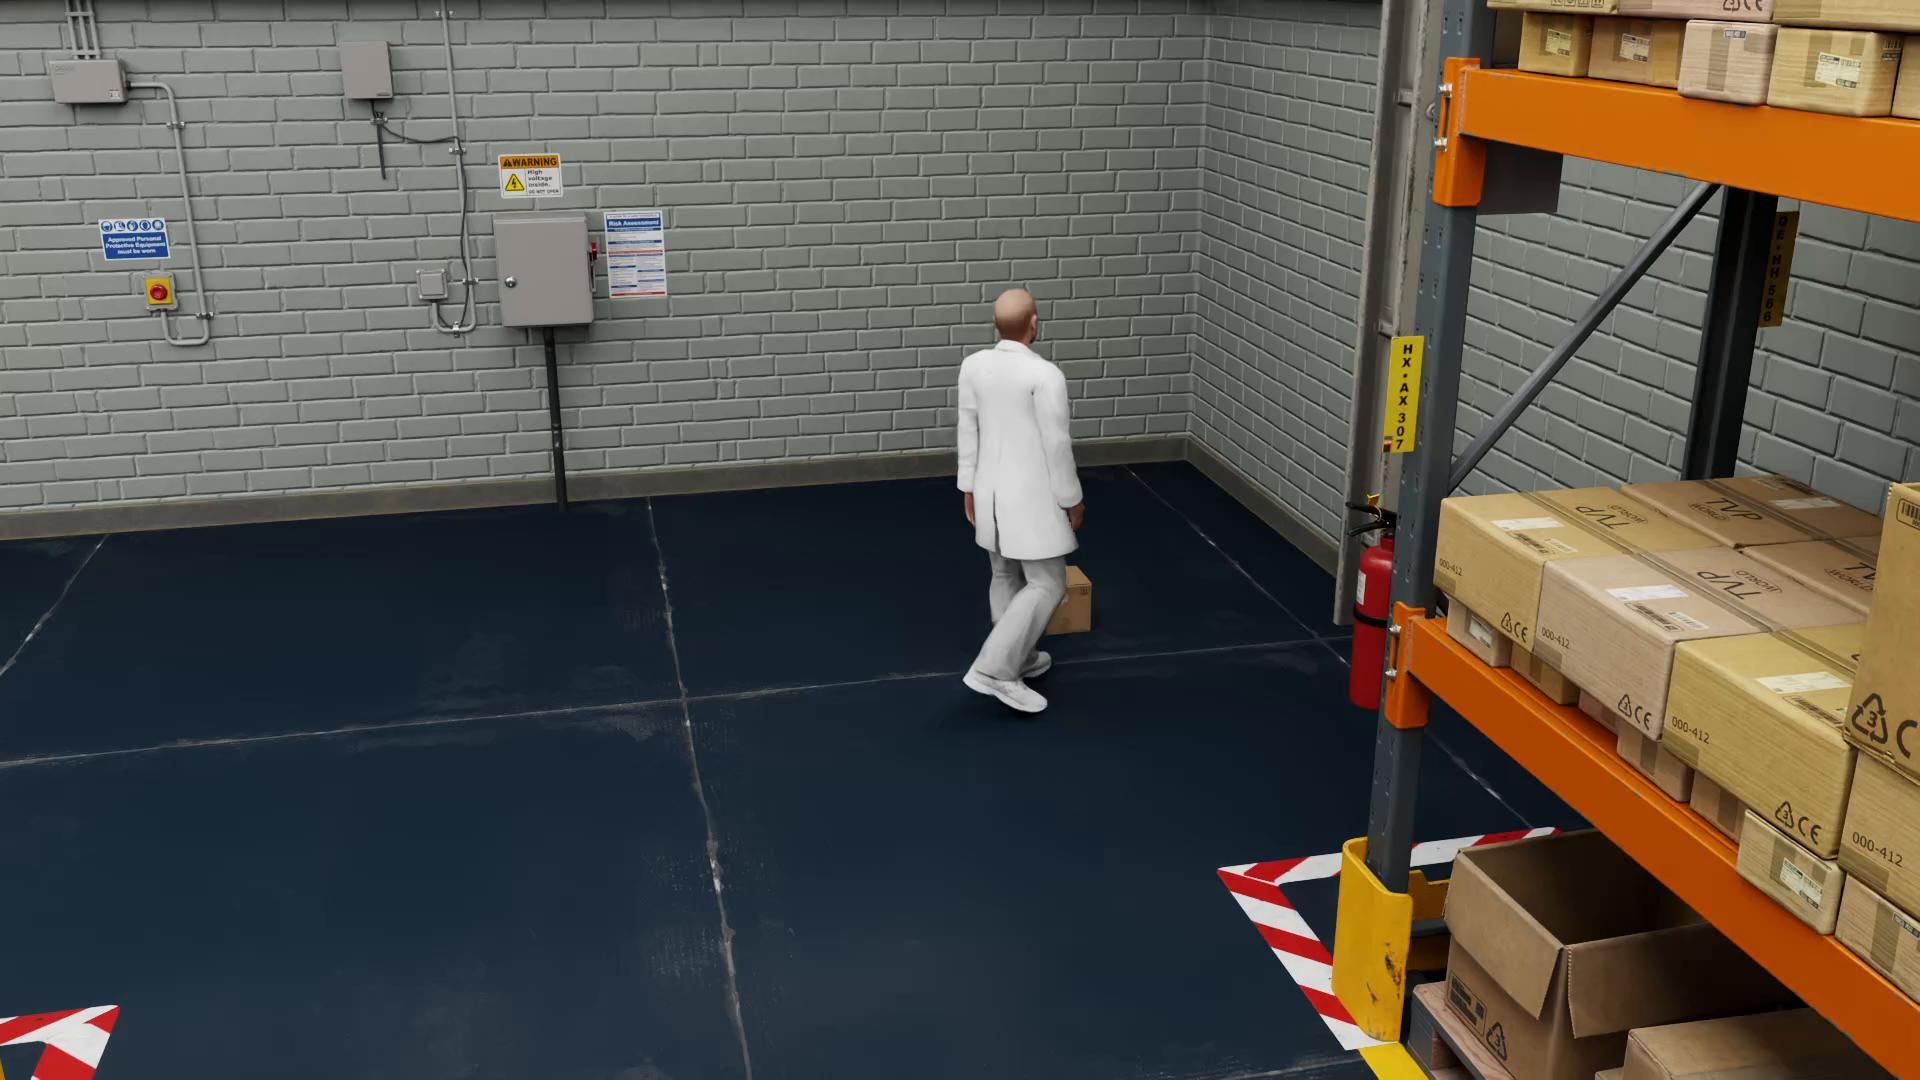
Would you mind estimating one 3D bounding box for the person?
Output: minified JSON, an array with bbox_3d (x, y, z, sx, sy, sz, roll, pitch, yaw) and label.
[{"bbox_3d":[0.227,-0.176,7.071,0.665,1.780,0.586,-18,26,-42],"label":"person"}]
